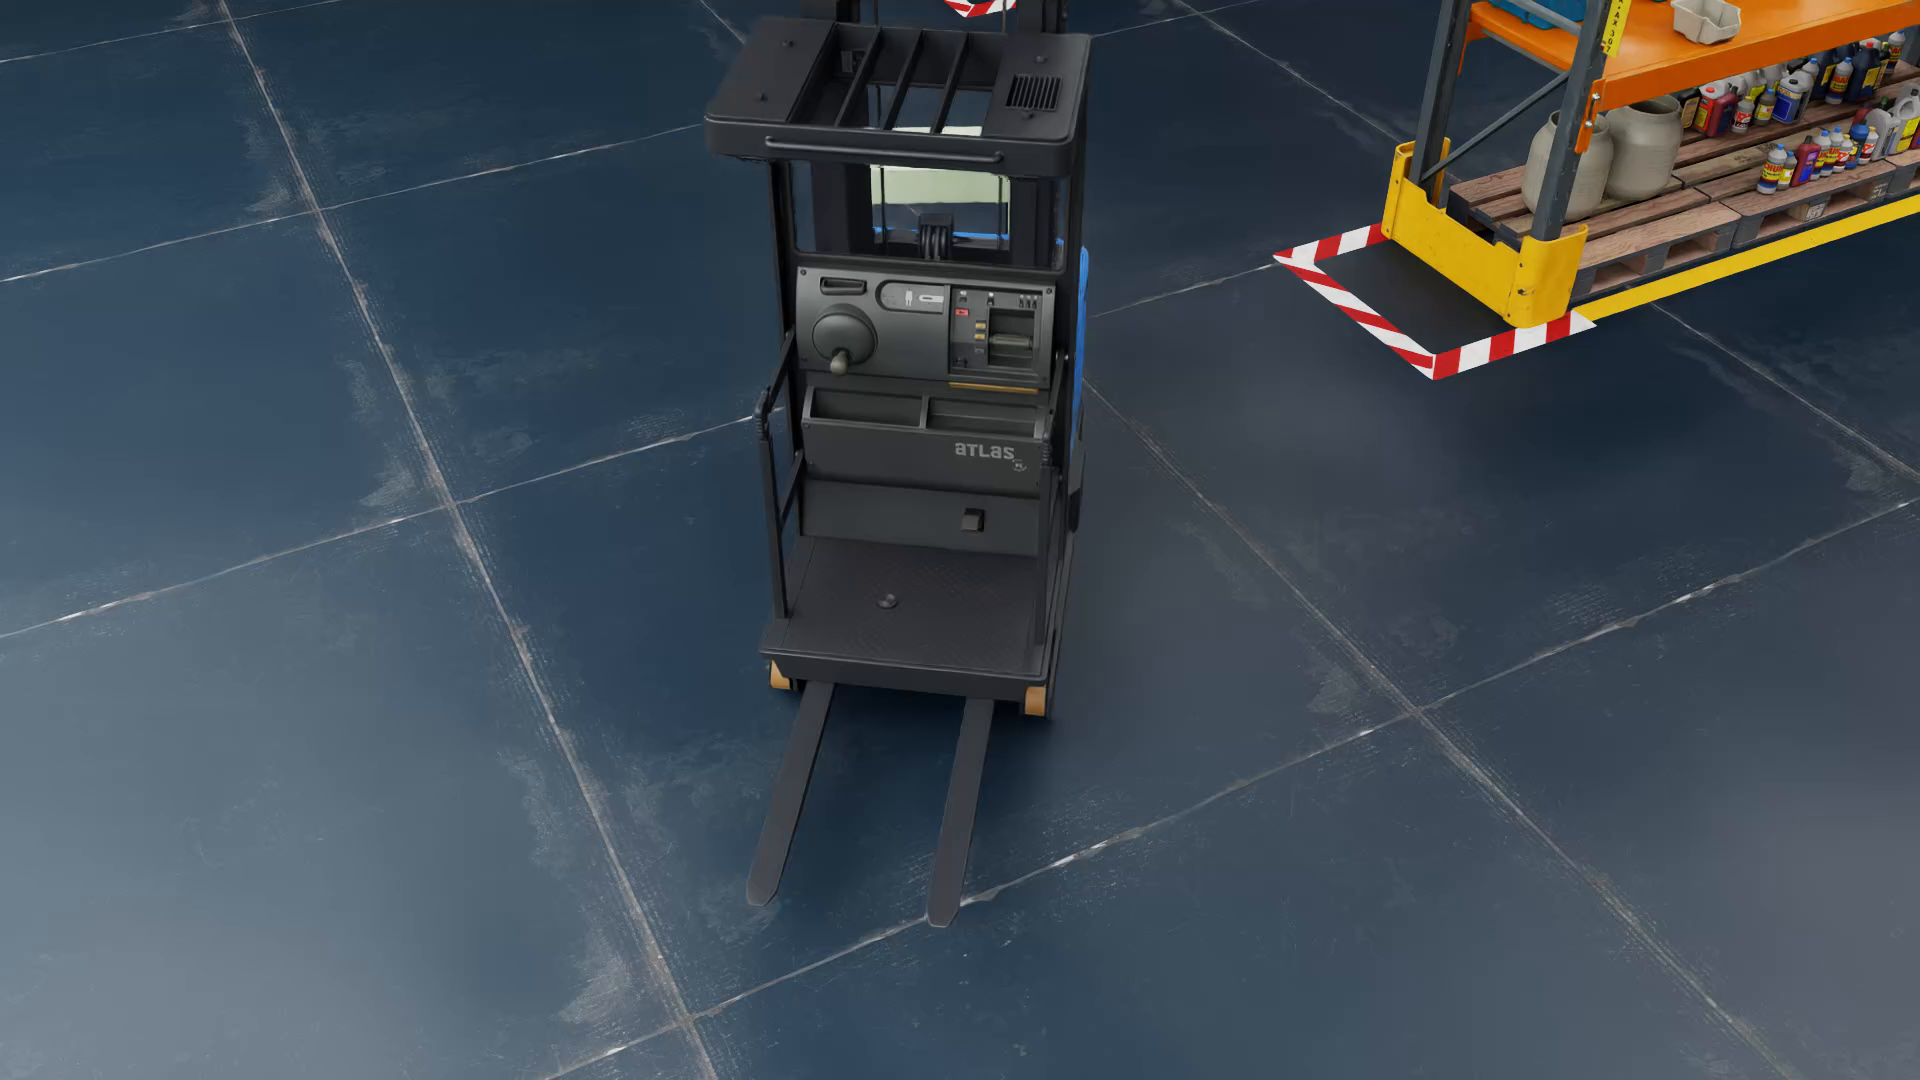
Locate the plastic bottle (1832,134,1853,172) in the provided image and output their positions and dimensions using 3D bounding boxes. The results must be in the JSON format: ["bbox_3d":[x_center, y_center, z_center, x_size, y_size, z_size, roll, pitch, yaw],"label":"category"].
[{"bbox_3d":[4.937,-2.175,9.323,0.097,0.201,0.097,0,40,0],"label":"plastic bottle"}]

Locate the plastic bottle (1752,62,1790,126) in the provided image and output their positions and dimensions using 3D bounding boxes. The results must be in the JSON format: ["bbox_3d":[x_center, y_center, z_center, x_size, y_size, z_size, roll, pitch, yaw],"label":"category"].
[{"bbox_3d":[4.779,-2.673,9.796,0.284,0.351,0.242,-19,44,-21],"label":"plastic bottle"}]

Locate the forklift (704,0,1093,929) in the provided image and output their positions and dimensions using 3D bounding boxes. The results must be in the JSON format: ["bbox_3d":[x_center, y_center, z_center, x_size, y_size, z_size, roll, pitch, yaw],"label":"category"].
[{"bbox_3d":[-0.155,-0.685,5.790,1.130,2.935,3.031,5,41,6],"label":"forklift"}]

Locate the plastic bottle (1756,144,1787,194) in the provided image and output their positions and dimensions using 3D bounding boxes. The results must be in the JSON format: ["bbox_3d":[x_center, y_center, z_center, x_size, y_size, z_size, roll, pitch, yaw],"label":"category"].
[{"bbox_3d":[4.456,-2.040,9.109,0.097,0.271,0.097,0,40,0],"label":"plastic bottle"}]

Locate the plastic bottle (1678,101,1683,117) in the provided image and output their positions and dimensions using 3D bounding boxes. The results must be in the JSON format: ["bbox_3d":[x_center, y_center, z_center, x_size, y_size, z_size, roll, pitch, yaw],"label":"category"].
[{"bbox_3d":[4.130,-2.450,9.648,0.097,0.201,0.097,0,40,0],"label":"plastic bottle"}]

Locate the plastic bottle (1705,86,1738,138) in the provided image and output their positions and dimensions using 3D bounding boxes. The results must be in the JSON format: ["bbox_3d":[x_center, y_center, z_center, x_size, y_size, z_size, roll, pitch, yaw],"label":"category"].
[{"bbox_3d":[4.416,-2.480,9.620,0.133,0.283,0.061,-19,44,-21],"label":"plastic bottle"}]

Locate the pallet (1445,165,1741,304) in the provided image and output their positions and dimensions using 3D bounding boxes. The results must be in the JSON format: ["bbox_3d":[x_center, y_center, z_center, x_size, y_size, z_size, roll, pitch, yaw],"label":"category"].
[{"bbox_3d":[3.473,-1.775,9.184,1.213,0.211,1.003,-19,44,-21],"label":"pallet"}]

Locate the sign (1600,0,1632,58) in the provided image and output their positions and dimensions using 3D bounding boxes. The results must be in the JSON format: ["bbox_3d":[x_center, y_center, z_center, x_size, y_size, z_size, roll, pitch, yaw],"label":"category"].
[{"bbox_3d":[2.954,-2.340,7.478,0.005,0.325,0.100,-19,44,-21],"label":"sign"}]

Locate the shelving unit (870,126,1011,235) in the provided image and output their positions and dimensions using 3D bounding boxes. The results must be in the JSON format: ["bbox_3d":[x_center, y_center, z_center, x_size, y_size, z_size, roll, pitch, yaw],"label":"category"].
[{"bbox_3d":[-0.137,-1.295,7.619,0.755,1.500,0.431,-1,40,-1],"label":"shelving unit"}]

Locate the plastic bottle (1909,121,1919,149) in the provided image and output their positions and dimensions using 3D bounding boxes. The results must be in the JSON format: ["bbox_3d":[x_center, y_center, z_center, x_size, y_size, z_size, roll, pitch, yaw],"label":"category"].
[{"bbox_3d":[5.518,-2.388,9.512,0.133,0.283,0.061,-16,43,-18],"label":"plastic bottle"}]

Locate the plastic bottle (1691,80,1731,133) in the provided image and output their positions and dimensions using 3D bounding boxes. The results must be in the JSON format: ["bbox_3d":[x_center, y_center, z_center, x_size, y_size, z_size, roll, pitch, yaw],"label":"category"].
[{"bbox_3d":[4.367,-2.538,9.694,0.135,0.276,0.152,-18,44,-20],"label":"plastic bottle"}]

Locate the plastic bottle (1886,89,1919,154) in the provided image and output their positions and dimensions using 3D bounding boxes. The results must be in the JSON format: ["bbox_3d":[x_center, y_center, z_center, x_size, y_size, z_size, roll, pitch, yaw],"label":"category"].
[{"bbox_3d":[5.357,-2.390,9.462,0.185,0.351,0.144,-19,44,-21],"label":"plastic bottle"}]

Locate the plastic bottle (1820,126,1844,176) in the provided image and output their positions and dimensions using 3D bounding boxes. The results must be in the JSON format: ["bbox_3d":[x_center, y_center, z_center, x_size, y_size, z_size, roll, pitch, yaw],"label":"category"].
[{"bbox_3d":[4.849,-2.172,9.265,0.097,0.271,0.097,0,40,0],"label":"plastic bottle"}]

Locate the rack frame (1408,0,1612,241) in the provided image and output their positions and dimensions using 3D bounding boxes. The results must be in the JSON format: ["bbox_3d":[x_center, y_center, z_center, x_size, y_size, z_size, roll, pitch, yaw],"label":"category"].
[{"bbox_3d":[2.704,-2.551,7.942,0.127,3.000,1.000,-19,44,-21],"label":"rack frame"}]

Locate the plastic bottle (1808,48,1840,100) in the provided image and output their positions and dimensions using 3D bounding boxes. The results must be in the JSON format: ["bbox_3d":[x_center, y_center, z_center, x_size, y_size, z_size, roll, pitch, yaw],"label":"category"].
[{"bbox_3d":[5.177,-2.842,9.995,0.185,0.351,0.144,-20,44,-22],"label":"plastic bottle"}]

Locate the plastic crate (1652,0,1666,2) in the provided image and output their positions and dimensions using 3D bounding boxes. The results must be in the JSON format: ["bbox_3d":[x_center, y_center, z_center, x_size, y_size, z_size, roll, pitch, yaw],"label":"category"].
[{"bbox_3d":[3.588,-3.005,8.594,0.408,0.251,0.499,-19,44,-21],"label":"plastic crate"}]

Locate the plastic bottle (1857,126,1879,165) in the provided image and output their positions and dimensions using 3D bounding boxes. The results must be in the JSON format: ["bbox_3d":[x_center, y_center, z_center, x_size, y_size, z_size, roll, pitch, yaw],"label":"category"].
[{"bbox_3d":[5.119,-2.236,9.395,0.097,0.201,0.097,0,40,0],"label":"plastic bottle"}]

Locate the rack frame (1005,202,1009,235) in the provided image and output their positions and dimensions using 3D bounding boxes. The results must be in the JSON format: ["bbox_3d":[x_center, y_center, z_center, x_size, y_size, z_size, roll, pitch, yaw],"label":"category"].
[{"bbox_3d":[0.229,-1.301,7.627,0.023,1.500,0.400,-1,40,-1],"label":"rack frame"}]

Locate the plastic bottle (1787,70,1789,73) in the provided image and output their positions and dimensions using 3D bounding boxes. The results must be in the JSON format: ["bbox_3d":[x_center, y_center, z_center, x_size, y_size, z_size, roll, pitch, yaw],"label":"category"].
[{"bbox_3d":[4.915,-2.714,9.960,0.097,0.201,0.097,0,40,0],"label":"plastic bottle"}]

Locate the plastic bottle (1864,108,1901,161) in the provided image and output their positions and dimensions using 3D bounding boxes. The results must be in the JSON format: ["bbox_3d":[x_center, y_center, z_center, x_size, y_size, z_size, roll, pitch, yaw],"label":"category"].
[{"bbox_3d":[5.211,-2.316,9.431,0.135,0.276,0.152,-18,43,-20],"label":"plastic bottle"}]

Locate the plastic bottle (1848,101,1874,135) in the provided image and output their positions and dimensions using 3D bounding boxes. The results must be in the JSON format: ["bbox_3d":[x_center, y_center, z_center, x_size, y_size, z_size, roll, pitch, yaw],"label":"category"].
[{"bbox_3d":[5.161,-2.379,9.501,0.133,0.283,0.061,-19,44,-21],"label":"plastic bottle"}]

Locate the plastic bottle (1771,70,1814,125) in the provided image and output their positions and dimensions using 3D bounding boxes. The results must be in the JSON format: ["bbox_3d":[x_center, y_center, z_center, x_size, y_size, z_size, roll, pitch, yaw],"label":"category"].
[{"bbox_3d":[4.890,-2.609,9.778,0.135,0.276,0.152,-19,44,-21],"label":"plastic bottle"}]

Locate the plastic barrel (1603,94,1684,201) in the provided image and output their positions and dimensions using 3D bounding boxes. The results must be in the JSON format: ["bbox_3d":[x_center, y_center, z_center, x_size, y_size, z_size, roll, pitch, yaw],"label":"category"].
[{"bbox_3d":[3.697,-2.151,9.070,0.421,0.512,0.421,0,40,0],"label":"plastic barrel"}]

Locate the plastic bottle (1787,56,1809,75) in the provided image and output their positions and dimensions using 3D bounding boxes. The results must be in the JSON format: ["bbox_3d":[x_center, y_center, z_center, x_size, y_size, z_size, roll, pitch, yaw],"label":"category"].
[{"bbox_3d":[5.011,-2.791,9.987,0.133,0.283,0.061,-17,43,-19],"label":"plastic bottle"}]

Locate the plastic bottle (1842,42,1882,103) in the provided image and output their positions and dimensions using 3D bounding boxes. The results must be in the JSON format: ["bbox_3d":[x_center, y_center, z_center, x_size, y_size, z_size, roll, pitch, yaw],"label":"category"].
[{"bbox_3d":[5.411,-2.816,9.964,0.185,0.351,0.144,-19,44,-21],"label":"plastic bottle"}]

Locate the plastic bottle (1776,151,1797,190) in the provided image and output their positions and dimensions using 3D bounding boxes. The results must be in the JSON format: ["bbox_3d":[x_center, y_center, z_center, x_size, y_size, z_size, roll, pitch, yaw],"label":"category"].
[{"bbox_3d":[4.548,-2.044,9.168,0.097,0.201,0.097,0,40,0],"label":"plastic bottle"}]

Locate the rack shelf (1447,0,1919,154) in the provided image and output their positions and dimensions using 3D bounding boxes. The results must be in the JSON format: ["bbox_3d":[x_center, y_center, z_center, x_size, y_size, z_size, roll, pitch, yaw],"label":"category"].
[{"bbox_3d":[4.478,-2.873,8.879,4.000,0.370,1.077,-19,44,-21],"label":"rack shelf"}]

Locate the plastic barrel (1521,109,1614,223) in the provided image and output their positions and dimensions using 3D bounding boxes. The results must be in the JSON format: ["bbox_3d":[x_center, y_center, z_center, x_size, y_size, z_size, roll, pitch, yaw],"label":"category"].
[{"bbox_3d":[3.252,-2.002,8.894,0.421,0.512,0.421,0,40,0],"label":"plastic barrel"}]

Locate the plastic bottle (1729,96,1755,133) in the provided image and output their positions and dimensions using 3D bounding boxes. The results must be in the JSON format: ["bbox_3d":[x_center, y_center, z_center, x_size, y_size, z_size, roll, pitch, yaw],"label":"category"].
[{"bbox_3d":[4.564,-2.485,9.689,0.097,0.201,0.097,0,40,0],"label":"plastic bottle"}]

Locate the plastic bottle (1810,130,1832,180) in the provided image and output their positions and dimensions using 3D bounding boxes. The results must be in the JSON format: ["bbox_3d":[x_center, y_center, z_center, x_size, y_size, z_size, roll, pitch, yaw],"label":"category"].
[{"bbox_3d":[4.760,-2.142,9.230,0.097,0.271,0.097,0,40,0],"label":"plastic bottle"}]

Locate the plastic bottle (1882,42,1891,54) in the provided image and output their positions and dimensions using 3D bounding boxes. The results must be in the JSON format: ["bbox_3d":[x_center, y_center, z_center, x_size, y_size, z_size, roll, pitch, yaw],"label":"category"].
[{"bbox_3d":[5.676,-2.970,10.262,0.097,0.201,0.097,0,40,0],"label":"plastic bottle"}]

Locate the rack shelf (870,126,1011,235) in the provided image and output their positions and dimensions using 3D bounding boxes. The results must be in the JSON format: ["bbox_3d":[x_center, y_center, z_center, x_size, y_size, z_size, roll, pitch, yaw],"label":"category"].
[{"bbox_3d":[-0.137,-1.593,7.367,0.720,0.370,0.431,-1,40,-1],"label":"rack shelf"}]

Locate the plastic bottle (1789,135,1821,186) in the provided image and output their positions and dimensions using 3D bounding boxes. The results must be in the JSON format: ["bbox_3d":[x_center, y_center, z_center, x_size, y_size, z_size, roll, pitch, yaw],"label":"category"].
[{"bbox_3d":[4.665,-2.101,9.173,0.133,0.283,0.061,-18,43,-20],"label":"plastic bottle"}]

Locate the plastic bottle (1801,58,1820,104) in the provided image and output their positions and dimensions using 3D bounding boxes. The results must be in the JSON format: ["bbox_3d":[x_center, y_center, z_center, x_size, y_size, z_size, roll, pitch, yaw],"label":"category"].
[{"bbox_3d":[5.063,-2.746,9.944,0.097,0.271,0.097,0,40,0],"label":"plastic bottle"}]

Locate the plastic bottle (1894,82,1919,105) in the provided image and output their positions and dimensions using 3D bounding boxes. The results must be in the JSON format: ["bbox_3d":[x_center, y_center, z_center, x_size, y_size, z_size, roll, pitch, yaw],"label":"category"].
[{"bbox_3d":[5.553,-2.536,9.691,0.135,0.276,0.152,-19,44,-21],"label":"plastic bottle"}]

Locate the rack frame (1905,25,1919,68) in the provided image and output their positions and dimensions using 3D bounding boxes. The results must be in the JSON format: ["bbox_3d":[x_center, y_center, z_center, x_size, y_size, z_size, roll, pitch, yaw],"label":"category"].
[{"bbox_3d":[6.252,-3.744,9.352,0.127,3.000,1.000,-19,44,-21],"label":"rack frame"}]

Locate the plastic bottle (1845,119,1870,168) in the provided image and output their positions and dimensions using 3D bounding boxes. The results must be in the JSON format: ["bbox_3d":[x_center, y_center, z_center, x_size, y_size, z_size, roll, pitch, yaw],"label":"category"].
[{"bbox_3d":[5.028,-2.232,9.337,0.097,0.271,0.097,0,40,0],"label":"plastic bottle"}]

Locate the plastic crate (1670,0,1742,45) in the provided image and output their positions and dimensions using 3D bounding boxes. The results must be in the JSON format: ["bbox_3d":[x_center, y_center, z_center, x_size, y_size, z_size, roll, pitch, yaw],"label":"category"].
[{"bbox_3d":[3.646,-2.533,8.125,0.250,0.136,0.298,-19,44,-21],"label":"plastic crate"}]

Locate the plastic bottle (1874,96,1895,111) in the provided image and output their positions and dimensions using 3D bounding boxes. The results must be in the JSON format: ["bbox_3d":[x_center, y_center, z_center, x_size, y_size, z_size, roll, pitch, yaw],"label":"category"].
[{"bbox_3d":[5.287,-2.416,9.544,0.133,0.283,0.061,-19,44,-21],"label":"plastic bottle"}]

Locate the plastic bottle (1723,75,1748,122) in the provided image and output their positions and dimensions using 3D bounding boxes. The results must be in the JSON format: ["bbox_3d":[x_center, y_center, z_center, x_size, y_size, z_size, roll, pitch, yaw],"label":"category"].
[{"bbox_3d":[4.490,-2.579,9.743,0.135,0.276,0.152,-20,44,-22],"label":"plastic bottle"}]

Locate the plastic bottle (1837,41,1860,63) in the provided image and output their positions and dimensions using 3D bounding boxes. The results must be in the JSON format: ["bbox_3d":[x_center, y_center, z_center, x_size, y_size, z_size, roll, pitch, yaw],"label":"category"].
[{"bbox_3d":[5.344,-2.898,10.062,0.185,0.351,0.144,-17,43,-20],"label":"plastic bottle"}]

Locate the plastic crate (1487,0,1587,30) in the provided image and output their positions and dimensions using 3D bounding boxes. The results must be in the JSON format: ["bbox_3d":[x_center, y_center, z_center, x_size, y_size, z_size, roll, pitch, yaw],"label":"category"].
[{"bbox_3d":[3.010,-2.815,8.369,0.616,0.251,0.499,-19,44,-21],"label":"plastic crate"}]

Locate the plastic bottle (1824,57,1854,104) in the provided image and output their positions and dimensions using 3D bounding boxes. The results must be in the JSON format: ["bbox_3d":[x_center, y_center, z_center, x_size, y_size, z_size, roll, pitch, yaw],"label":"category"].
[{"bbox_3d":[5.271,-2.755,9.955,0.097,0.271,0.097,0,40,0],"label":"plastic bottle"}]

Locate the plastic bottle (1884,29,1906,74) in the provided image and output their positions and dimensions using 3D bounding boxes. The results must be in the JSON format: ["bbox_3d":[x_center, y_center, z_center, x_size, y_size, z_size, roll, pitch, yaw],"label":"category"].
[{"bbox_3d":[5.767,-3.027,10.276,0.097,0.271,0.097,0,40,0],"label":"plastic bottle"}]

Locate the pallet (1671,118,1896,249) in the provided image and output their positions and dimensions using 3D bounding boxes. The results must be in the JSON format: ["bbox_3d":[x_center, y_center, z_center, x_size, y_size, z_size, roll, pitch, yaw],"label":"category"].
[{"bbox_3d":[4.553,-2.137,9.611,1.213,0.211,1.003,-19,44,-21],"label":"pallet"}]

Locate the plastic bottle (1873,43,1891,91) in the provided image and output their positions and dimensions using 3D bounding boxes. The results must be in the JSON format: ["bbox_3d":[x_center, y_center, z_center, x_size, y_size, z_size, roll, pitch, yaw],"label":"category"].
[{"bbox_3d":[5.542,-2.859,10.067,0.133,0.283,0.061,-19,44,-21],"label":"plastic bottle"}]

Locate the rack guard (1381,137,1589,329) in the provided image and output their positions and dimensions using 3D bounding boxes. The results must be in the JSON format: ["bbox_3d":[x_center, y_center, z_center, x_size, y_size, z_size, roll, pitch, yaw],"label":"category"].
[{"bbox_3d":[2.750,-1.646,8.808,0.348,0.500,1.175,-19,44,-21],"label":"rack guard"}]
